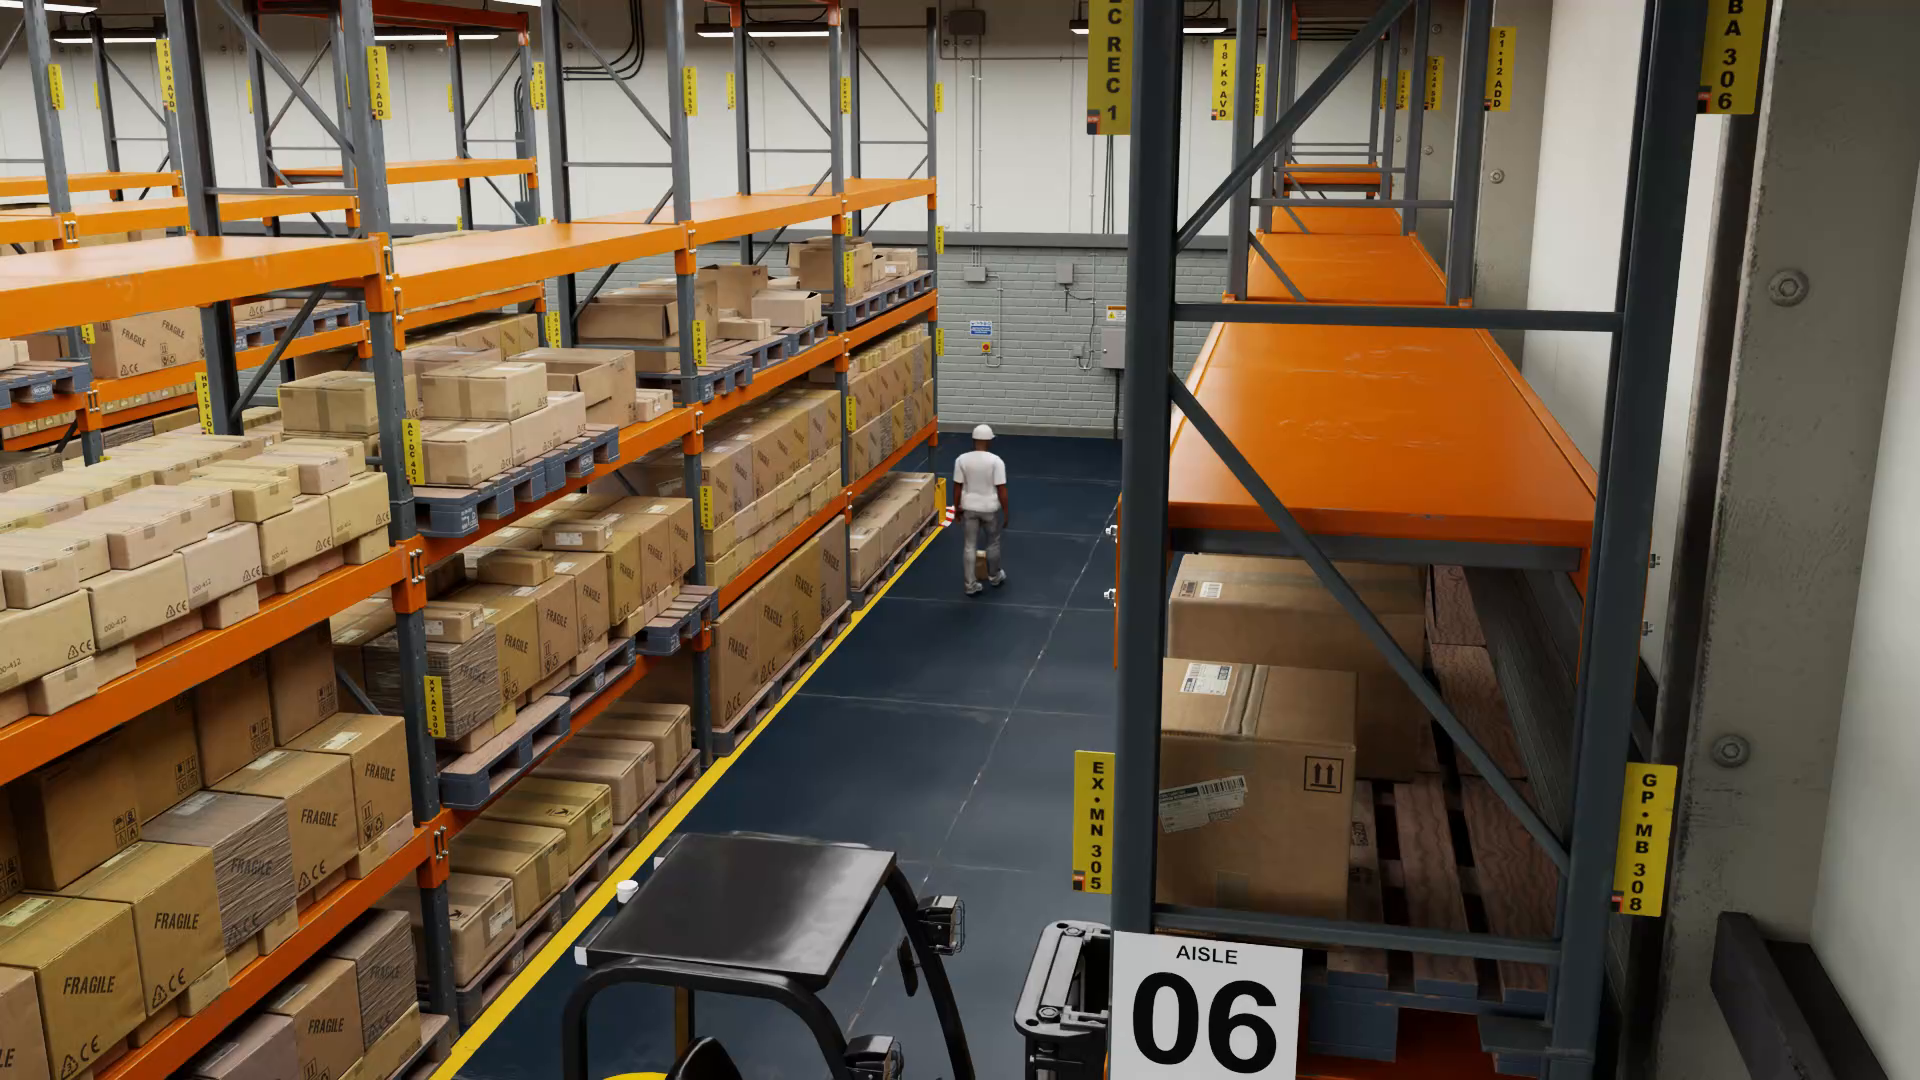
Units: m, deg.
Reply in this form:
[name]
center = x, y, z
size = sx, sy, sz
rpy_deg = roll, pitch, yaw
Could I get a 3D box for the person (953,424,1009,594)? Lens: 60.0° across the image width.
[person]
center = 0.254, -0.349, 17.288
size = 0.592, 1.760, 0.745
rpy_deg = 4, 15, 15
